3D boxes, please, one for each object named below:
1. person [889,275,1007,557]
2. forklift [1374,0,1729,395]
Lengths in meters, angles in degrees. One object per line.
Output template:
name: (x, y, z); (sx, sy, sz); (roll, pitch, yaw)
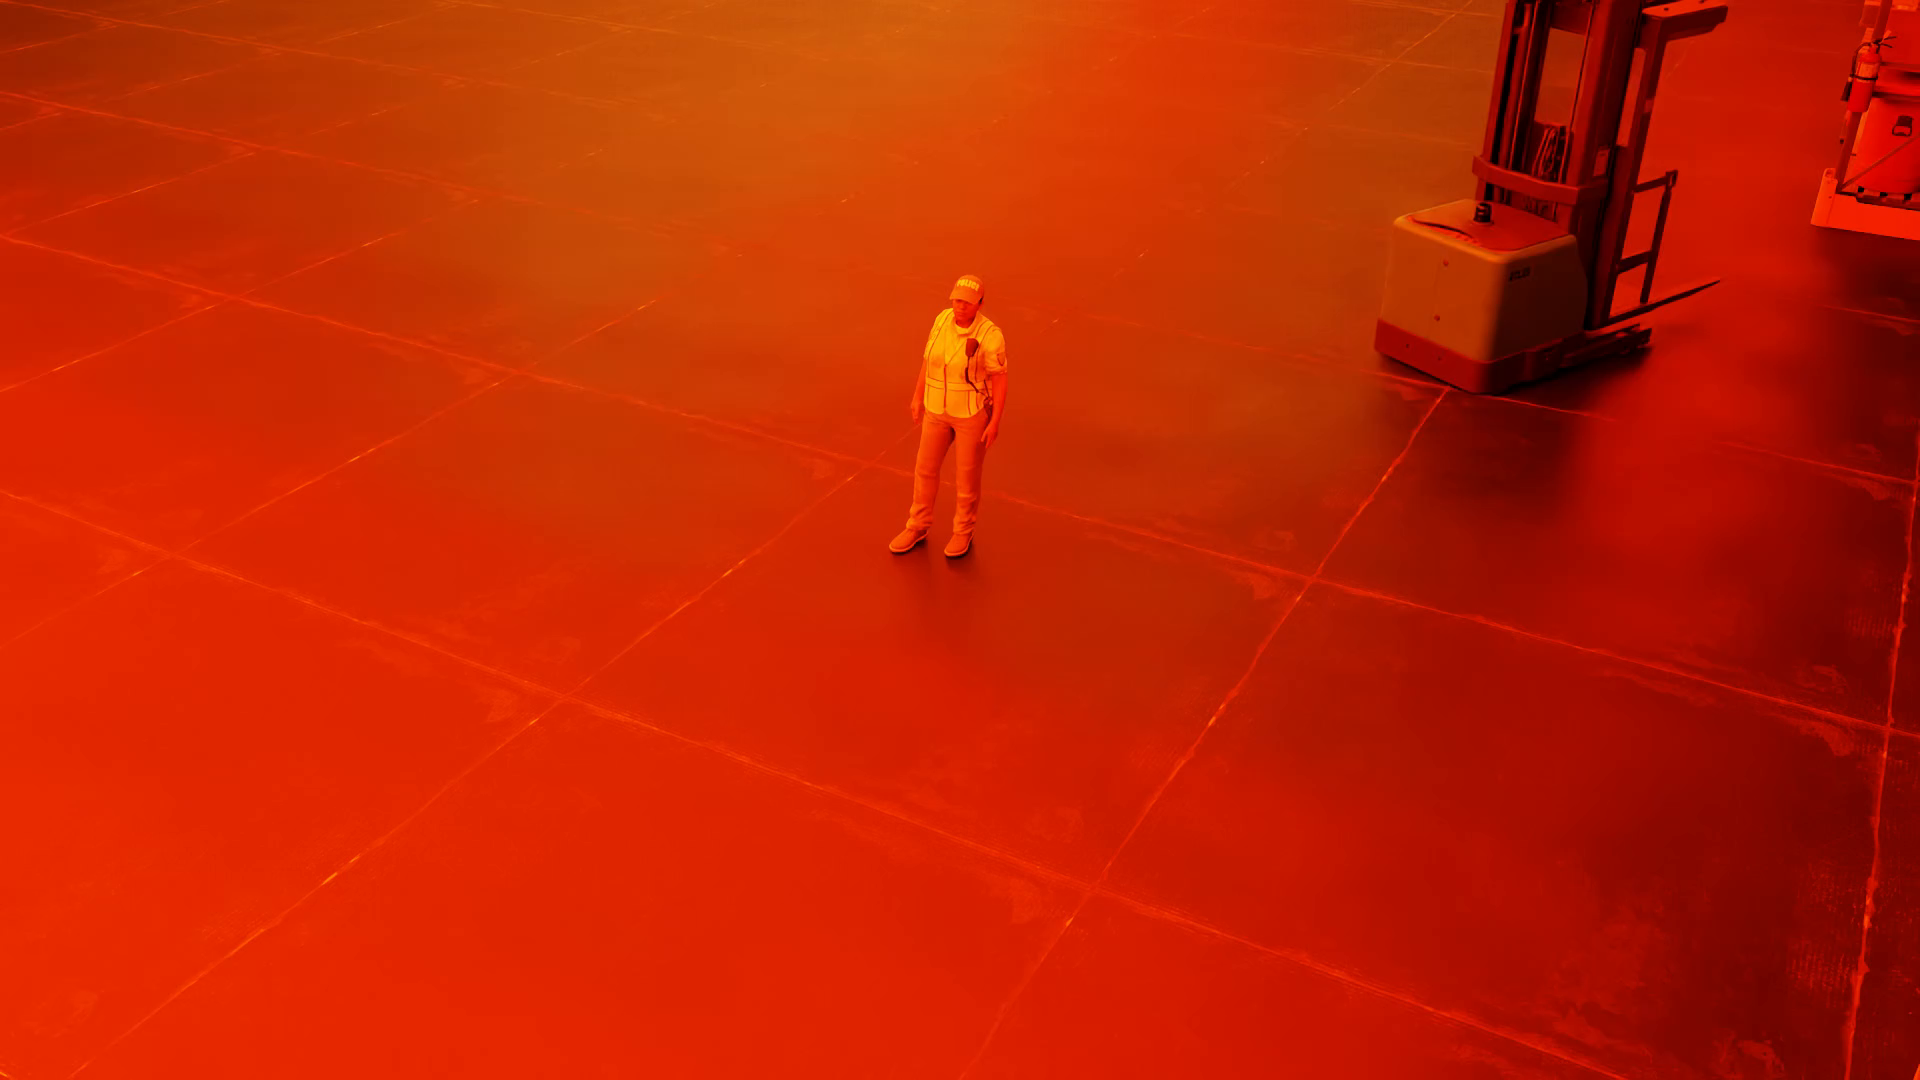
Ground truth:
person: (-0.057, -0.700, 9.534); (0.598, 1.670, 0.529); (15, 33, 25)
forklift: (4.576, -2.851, 12.011); (3.031, 2.935, 1.130); (-19, 35, -29)
